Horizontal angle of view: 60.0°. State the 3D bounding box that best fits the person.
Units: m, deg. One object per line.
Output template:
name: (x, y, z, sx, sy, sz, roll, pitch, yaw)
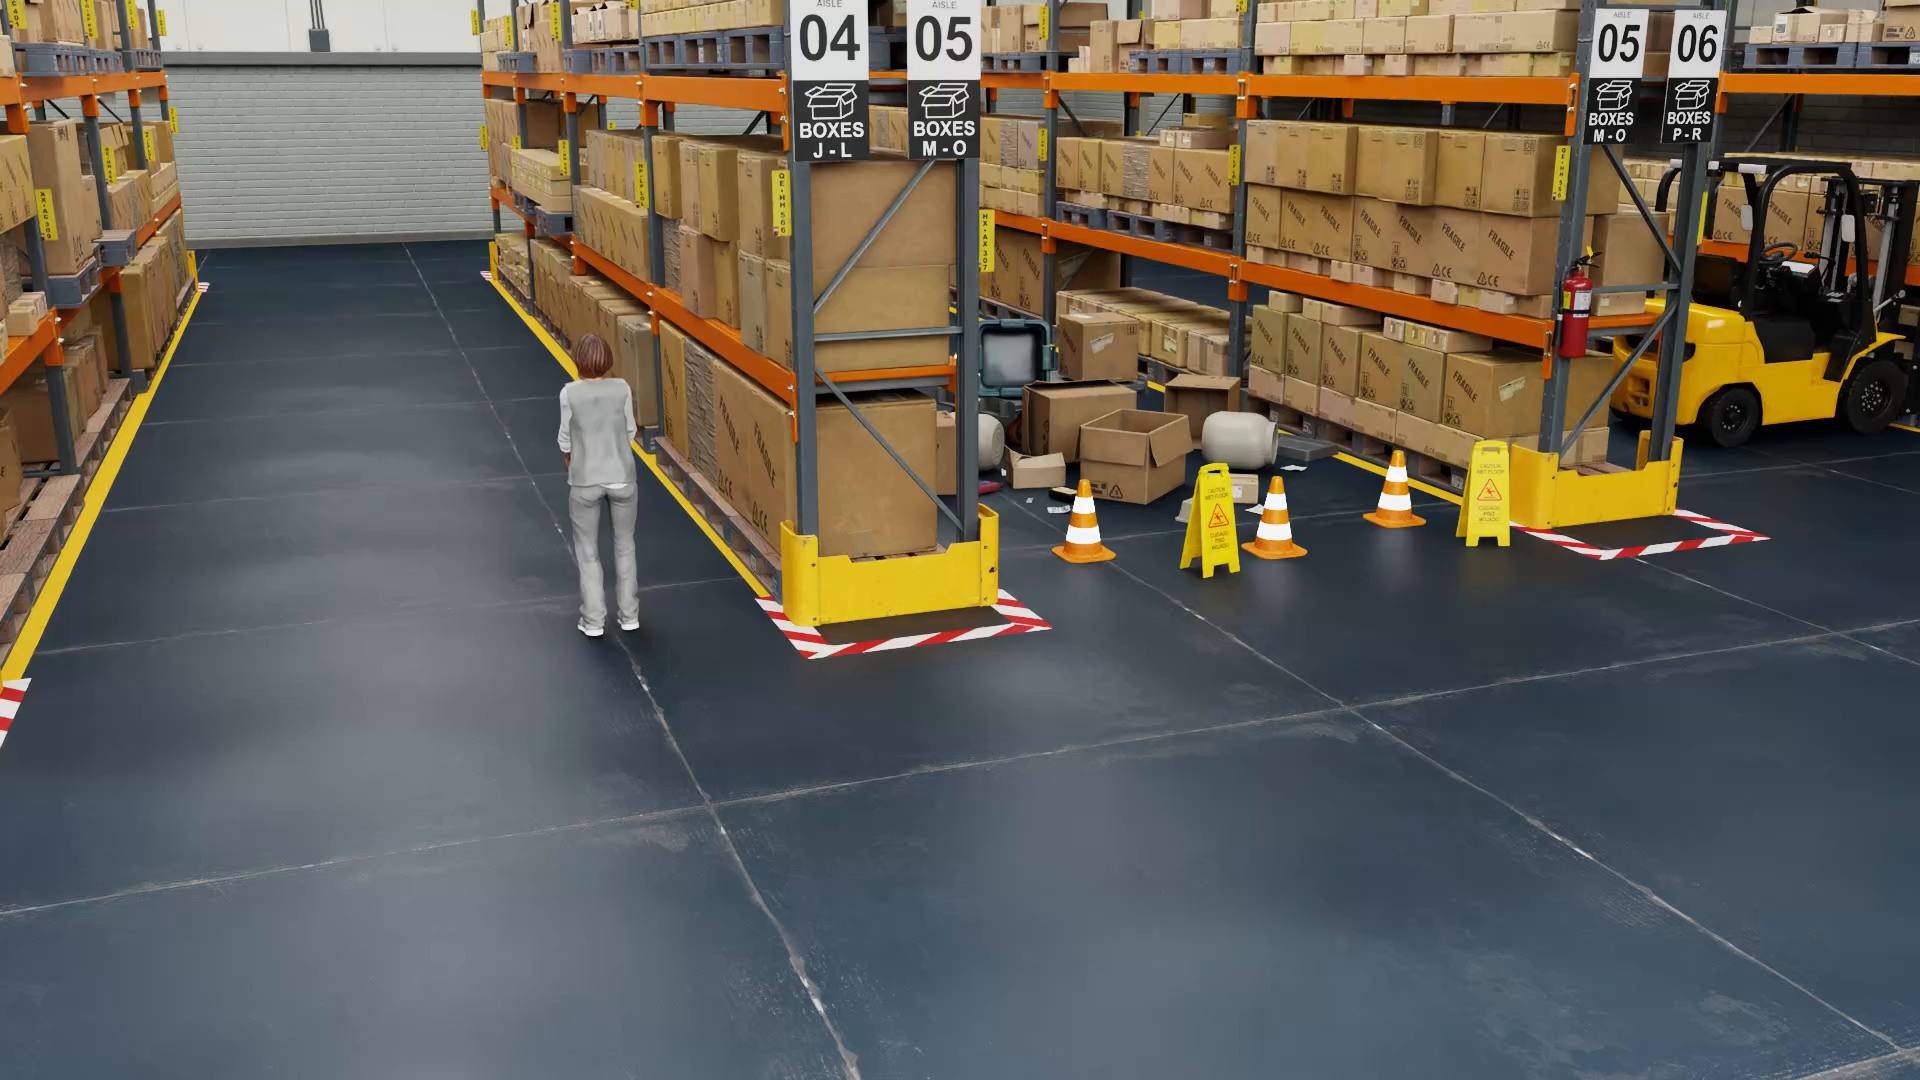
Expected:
person: (-1.868, -0.298, 8.634, 0.404, 1.576, 0.496, -6, 17, -19)
